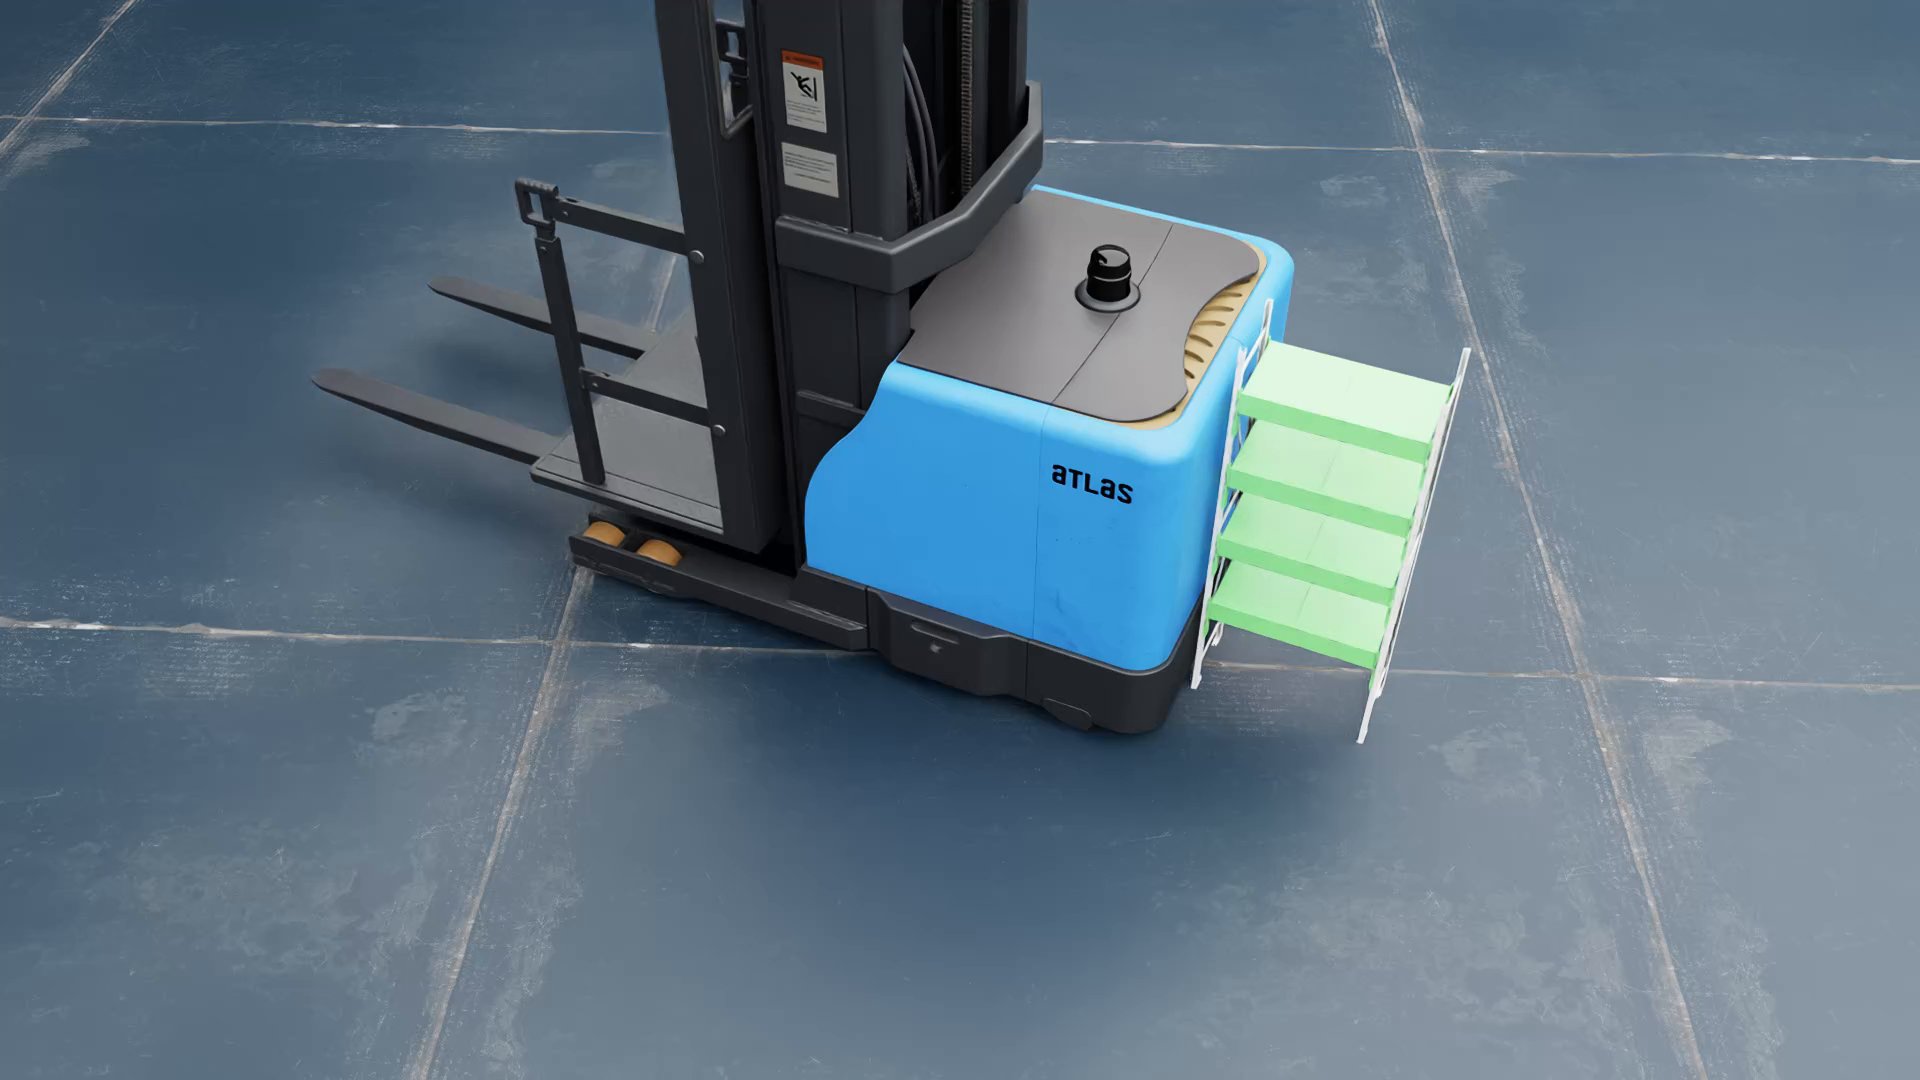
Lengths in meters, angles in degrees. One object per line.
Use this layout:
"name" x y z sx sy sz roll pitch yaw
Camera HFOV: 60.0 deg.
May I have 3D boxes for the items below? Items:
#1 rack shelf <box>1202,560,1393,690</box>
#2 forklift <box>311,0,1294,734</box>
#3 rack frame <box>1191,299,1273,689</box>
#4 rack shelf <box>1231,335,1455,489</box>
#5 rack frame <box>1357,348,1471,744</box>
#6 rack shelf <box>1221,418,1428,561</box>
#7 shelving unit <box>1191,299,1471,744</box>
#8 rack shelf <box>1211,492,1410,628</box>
"rack shelf" 0.944 0.207 4.593 0.480 0.148 0.258 17 46 18
"forklift" -0.632 -1.217 4.407 3.031 2.935 1.130 17 46 18
"rack frame" 0.722 -0.085 4.461 0.015 1.200 0.240 17 46 18
"rack shelf" 0.944 -0.320 4.103 0.480 0.148 0.258 17 46 18
"rack frame" 1.166 0.054 4.312 0.015 1.200 0.240 17 46 18
"rack shelf" 0.944 -0.144 4.266 0.480 0.148 0.258 17 46 18
"shelving unit" 0.944 -0.015 4.386 0.503 1.200 0.258 17 46 18
"rack shelf" 0.944 0.031 4.430 0.480 0.148 0.258 17 46 18
